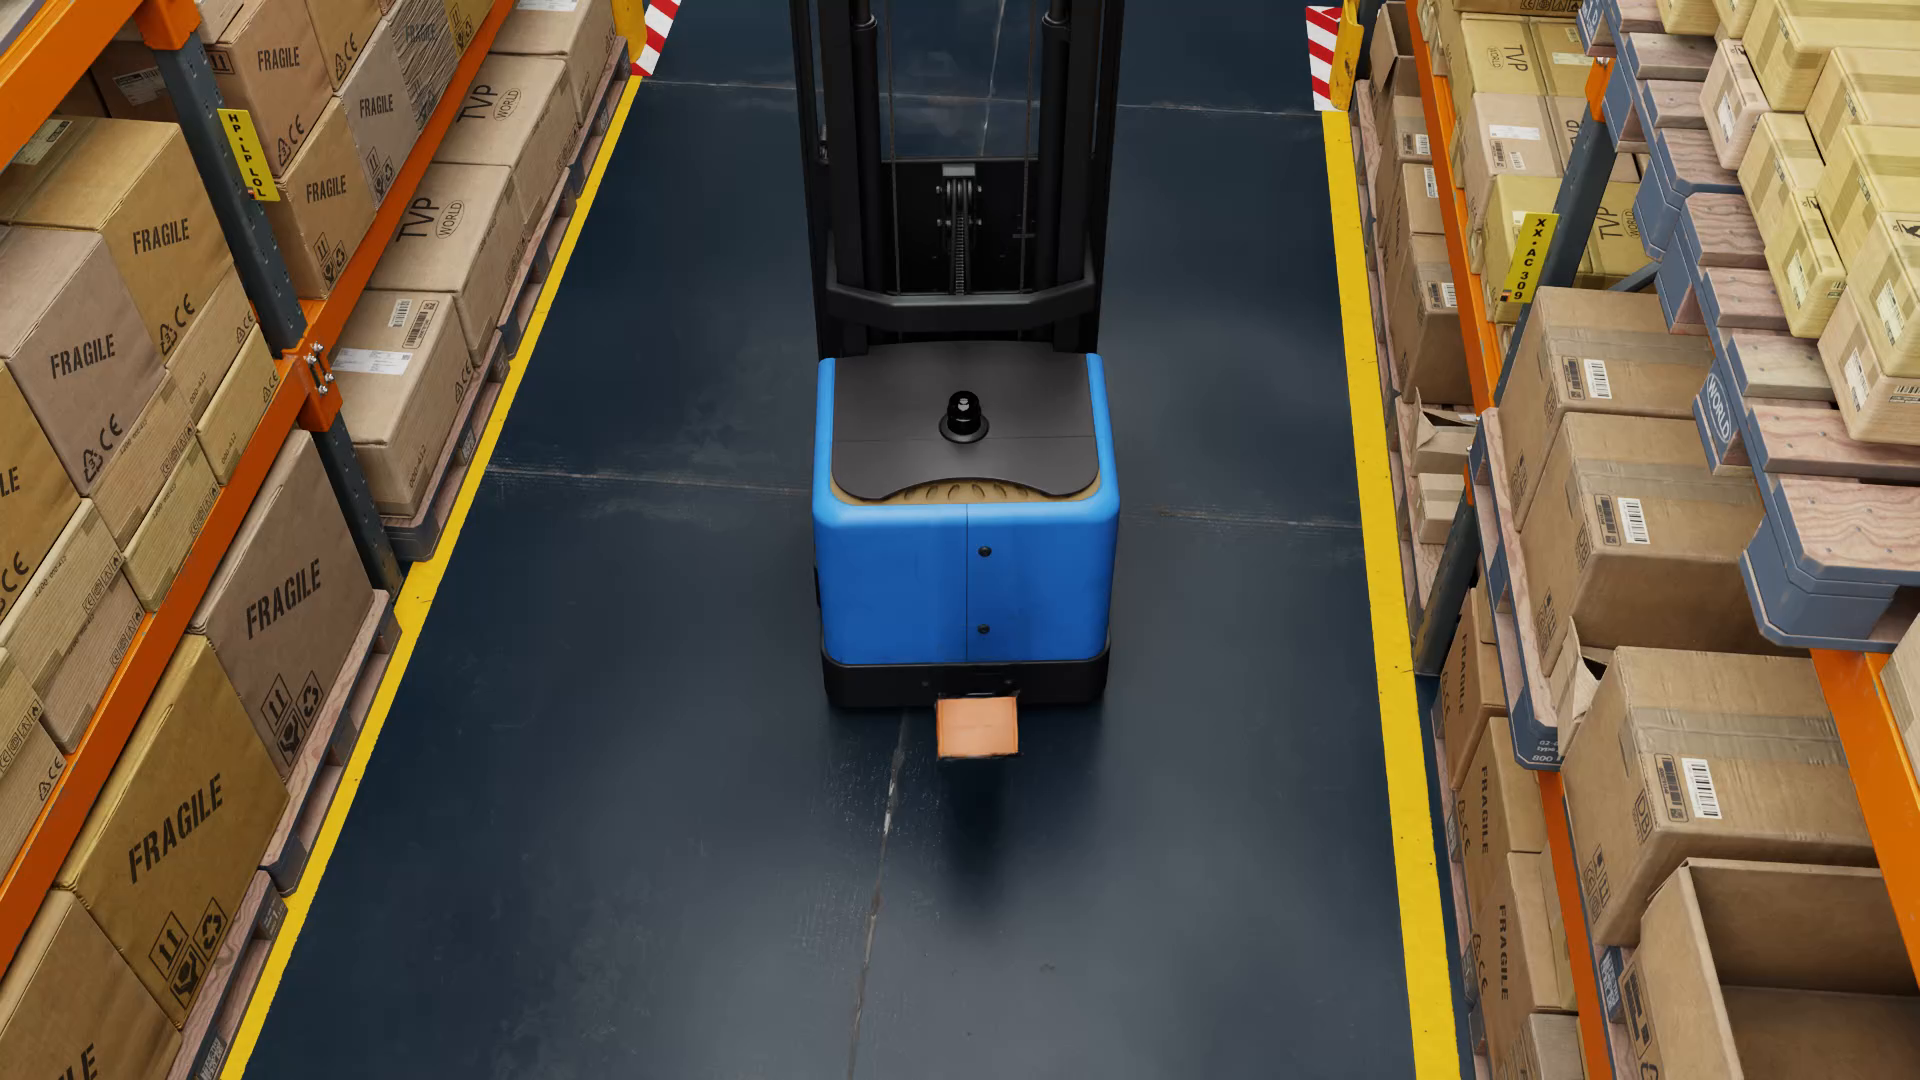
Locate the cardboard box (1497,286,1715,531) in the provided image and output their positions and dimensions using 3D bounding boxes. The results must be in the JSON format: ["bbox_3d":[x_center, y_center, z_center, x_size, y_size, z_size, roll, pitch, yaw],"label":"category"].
[{"bbox_3d":[1.959,-0.344,4.705,0.700,0.500,0.500,5,48,5],"label":"cardboard box"}]

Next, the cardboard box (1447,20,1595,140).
[{"bbox_3d":[2.119,-1.684,6.183,0.500,0.250,0.500,4,48,3],"label":"cardboard box"}]

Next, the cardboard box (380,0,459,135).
[{"bbox_3d":[-2.313,-1.935,6.445,0.500,0.500,0.500,4,48,4],"label":"cardboard box"}]

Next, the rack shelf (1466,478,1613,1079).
[{"bbox_3d":[2.043,1.204,4.130,1.077,0.370,4.000,4,48,4],"label":"rack shelf"}]

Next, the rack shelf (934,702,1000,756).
[{"bbox_3d":[0.049,0.612,5.387,0.258,0.103,0.180,-2,82,-2],"label":"rack shelf"}]

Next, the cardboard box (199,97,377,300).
[{"bbox_3d":[-2.414,-1.201,5.774,0.500,0.500,0.500,5,48,5],"label":"cardboard box"}]

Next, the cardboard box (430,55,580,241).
[{"bbox_3d":[-2.389,-1.891,7.925,0.875,0.438,0.875,5,48,5],"label":"cardboard box"}]

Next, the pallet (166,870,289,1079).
[{"bbox_3d":[-2.822,1.572,5.195,1.003,0.211,1.213,4,48,4],"label":"pallet"}]

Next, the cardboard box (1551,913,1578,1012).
[{"bbox_3d":[1.871,1.184,4.630,0.380,0.149,0.250,5,48,5],"label":"cardboard box"}]

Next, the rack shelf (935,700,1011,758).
[{"bbox_3d":[0.052,0.595,5.268,0.258,0.103,0.180,-2,82,-2],"label":"rack shelf"}]

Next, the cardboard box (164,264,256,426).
[{"bbox_3d":[-2.516,-0.618,5.071,0.500,0.250,0.500,4,48,3],"label":"cardboard box"}]

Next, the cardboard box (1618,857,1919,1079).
[{"bbox_3d":[1.826,1.042,3.435,0.797,0.503,0.637,3,48,3],"label":"cardboard box"}]

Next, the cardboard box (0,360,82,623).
[{"bbox_3d":[-2.614,-0.114,4.102,0.500,0.500,0.500,5,48,5],"label":"cardboard box"}]

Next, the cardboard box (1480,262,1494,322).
[{"bbox_3d":[2.005,-0.868,5.707,0.380,0.149,0.250,5,48,5],"label":"cardboard box"}]

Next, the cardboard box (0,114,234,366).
[{"bbox_3d":[-2.508,-0.866,4.790,0.500,0.500,0.500,5,48,5],"label":"cardboard box"}]

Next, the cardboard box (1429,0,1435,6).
[{"bbox_3d":[2.192,-2.439,6.874,0.500,0.250,0.500,3,48,3],"label":"cardboard box"}]

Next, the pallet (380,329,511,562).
[{"bbox_3d":[-2.570,-0.452,7.046,1.003,0.211,1.213,4,48,4],"label":"pallet"}]

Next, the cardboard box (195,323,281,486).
[{"bbox_3d":[-2.508,-0.443,5.250,0.500,0.250,0.500,3,48,3],"label":"cardboard box"}]

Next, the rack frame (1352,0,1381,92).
[{"bbox_3d":[2.590,-3.448,7.897,1.000,3.000,0.127,4,48,4],"label":"rack frame"}]

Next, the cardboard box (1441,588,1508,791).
[{"bbox_3d":[1.958,0.534,5.665,0.500,0.500,0.500,6,48,5],"label":"cardboard box"}]

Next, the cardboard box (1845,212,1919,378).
[{"bbox_3d":[1.680,-0.387,2.680,0.380,0.149,0.250,4,48,4],"label":"cardboard box"}]

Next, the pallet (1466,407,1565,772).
[{"bbox_3d":[2.044,0.136,4.749,1.003,0.211,1.213,4,48,4],"label":"pallet"}]

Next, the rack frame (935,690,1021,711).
[{"bbox_3d":[0.044,0.532,5.474,0.240,1.200,0.006,-2,82,-2],"label":"rack frame"}]

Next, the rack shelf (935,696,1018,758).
[{"bbox_3d":[0.055,0.578,5.149,0.258,0.103,0.180,-2,82,-2],"label":"rack shelf"}]

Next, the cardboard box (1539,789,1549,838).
[{"bbox_3d":[1.956,0.820,4.963,0.380,0.149,0.250,3,48,3],"label":"cardboard box"}]

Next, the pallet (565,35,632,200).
[{"bbox_3d":[-2.348,-2.245,8.686,1.003,0.211,1.213,4,48,4],"label":"pallet"}]

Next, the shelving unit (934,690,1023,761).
[{"bbox_3d":[0.047,0.622,5.462,0.258,1.200,0.189,-2,82,-2],"label":"shelving unit"}]

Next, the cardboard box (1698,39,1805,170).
[{"bbox_3d":[1.711,-0.858,3.313,0.380,0.149,0.250,4,48,4],"label":"cardboard box"}]

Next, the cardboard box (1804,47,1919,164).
[{"bbox_3d":[1.781,-0.755,3.017,0.380,0.149,0.250,4,48,4],"label":"cardboard box"}]

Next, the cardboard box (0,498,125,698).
[{"bbox_3d":[-2.595,0.131,4.386,0.500,0.250,0.500,5,48,4],"label":"cardboard box"}]

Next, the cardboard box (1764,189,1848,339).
[{"bbox_3d":[1.680,-0.482,2.969,0.380,0.149,0.250,5,48,4],"label":"cardboard box"}]

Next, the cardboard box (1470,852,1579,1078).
[{"bbox_3d":[1.869,1.292,4.971,0.500,0.500,0.500,3,48,2],"label":"cardboard box"}]

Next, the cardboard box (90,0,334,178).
[{"bbox_3d":[-2.433,-1.545,5.411,0.500,0.500,0.500,4,48,4],"label":"cardboard box"}]

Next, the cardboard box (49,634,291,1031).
[{"bbox_3d":[-2.769,0.861,5.111,0.875,0.875,0.875,5,48,5],"label":"cardboard box"}]

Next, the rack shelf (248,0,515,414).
[{"bbox_3d":[-2.535,-2.067,7.121,1.077,0.370,4.000,4,48,4],"label":"rack shelf"}]

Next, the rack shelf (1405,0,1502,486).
[{"bbox_3d":[2.408,-1.736,6.818,1.077,0.370,4.000,4,48,4],"label":"rack shelf"}]

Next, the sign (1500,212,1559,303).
[{"bbox_3d":[1.685,-0.832,4.917,0.100,0.325,0.005,4,48,4],"label":"sign"}]

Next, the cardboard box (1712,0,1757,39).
[{"bbox_3d":[1.743,-1.138,3.367,0.380,0.149,0.250,3,48,3],"label":"cardboard box"}]

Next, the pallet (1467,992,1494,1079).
[{"bbox_3d":[2.081,1.932,4.866,1.003,0.211,1.213,4,48,4],"label":"pallet"}]

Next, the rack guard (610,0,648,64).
[{"bbox_3d":[-2.351,-2.953,9.138,1.175,0.500,0.348,4,48,4],"label":"rack guard"}]

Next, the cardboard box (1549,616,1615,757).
[{"bbox_3d":[1.717,0.390,4.193,0.396,0.266,0.258,6,48,5],"label":"cardboard box"}]

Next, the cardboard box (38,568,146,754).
[{"bbox_3d":[-2.620,0.301,4.569,0.500,0.250,0.500,3,48,2],"label":"cardboard box"}]

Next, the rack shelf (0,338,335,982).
[{"bbox_3d":[-2.900,0.873,4.432,1.077,0.370,4.000,4,48,4],"label":"rack shelf"}]

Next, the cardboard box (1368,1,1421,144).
[{"bbox_3d":[2.440,-2.304,8.258,0.797,0.503,0.637,2,48,2],"label":"cardboard box"}]

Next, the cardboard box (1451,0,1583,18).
[{"bbox_3d":[2.144,-2.333,6.269,0.500,0.500,0.500,5,48,5],"label":"cardboard box"}]

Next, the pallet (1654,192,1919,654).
[{"bbox_3d":[2.005,-0.221,3.040,1.213,0.211,1.003,4,48,4],"label":"pallet"}]

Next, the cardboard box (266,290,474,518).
[{"bbox_3d":[-2.554,-0.571,6.717,0.875,0.438,0.875,3,48,3],"label":"cardboard box"}]

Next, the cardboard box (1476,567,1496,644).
[{"bbox_3d":[1.928,0.220,5.512,0.380,0.149,0.250,6,48,5],"label":"cardboard box"}]

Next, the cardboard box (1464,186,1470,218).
[{"bbox_3d":[2.056,-1.252,6.058,0.380,0.149,0.250,5,48,5],"label":"cardboard box"}]

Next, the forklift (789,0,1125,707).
[{"bbox_3d":[-0.017,-1.450,6.116,1.130,2.935,3.031,-1,48,-1],"label":"forklift"}]

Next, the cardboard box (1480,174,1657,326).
[{"bbox_3d":[2.029,-0.949,5.511,0.500,0.250,0.500,5,48,5],"label":"cardboard box"}]

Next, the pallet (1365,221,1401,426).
[{"bbox_3d":[2.398,-0.971,7.521,1.003,0.211,1.213,4,48,4],"label":"pallet"}]

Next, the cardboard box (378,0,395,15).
[{"bbox_3d":[-2.323,-2.291,6.093,0.500,0.500,0.500,5,48,4],"label":"cardboard box"}]

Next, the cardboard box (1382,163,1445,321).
[{"bbox_3d":[2.176,-1.296,7.338,0.500,0.500,0.500,5,48,4],"label":"cardboard box"}]

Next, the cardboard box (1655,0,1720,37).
[{"bbox_3d":[1.744,-1.231,3.654,0.380,0.149,0.250,4,48,4],"label":"cardboard box"}]

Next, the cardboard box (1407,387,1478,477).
[{"bbox_3d":[2.016,-0.419,6.695,0.396,0.266,0.258,5,48,5],"label":"cardboard box"}]

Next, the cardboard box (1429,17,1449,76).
[{"bbox_3d":[2.116,-2.002,6.744,0.380,0.149,0.250,5,48,4],"label":"cardboard box"}]
